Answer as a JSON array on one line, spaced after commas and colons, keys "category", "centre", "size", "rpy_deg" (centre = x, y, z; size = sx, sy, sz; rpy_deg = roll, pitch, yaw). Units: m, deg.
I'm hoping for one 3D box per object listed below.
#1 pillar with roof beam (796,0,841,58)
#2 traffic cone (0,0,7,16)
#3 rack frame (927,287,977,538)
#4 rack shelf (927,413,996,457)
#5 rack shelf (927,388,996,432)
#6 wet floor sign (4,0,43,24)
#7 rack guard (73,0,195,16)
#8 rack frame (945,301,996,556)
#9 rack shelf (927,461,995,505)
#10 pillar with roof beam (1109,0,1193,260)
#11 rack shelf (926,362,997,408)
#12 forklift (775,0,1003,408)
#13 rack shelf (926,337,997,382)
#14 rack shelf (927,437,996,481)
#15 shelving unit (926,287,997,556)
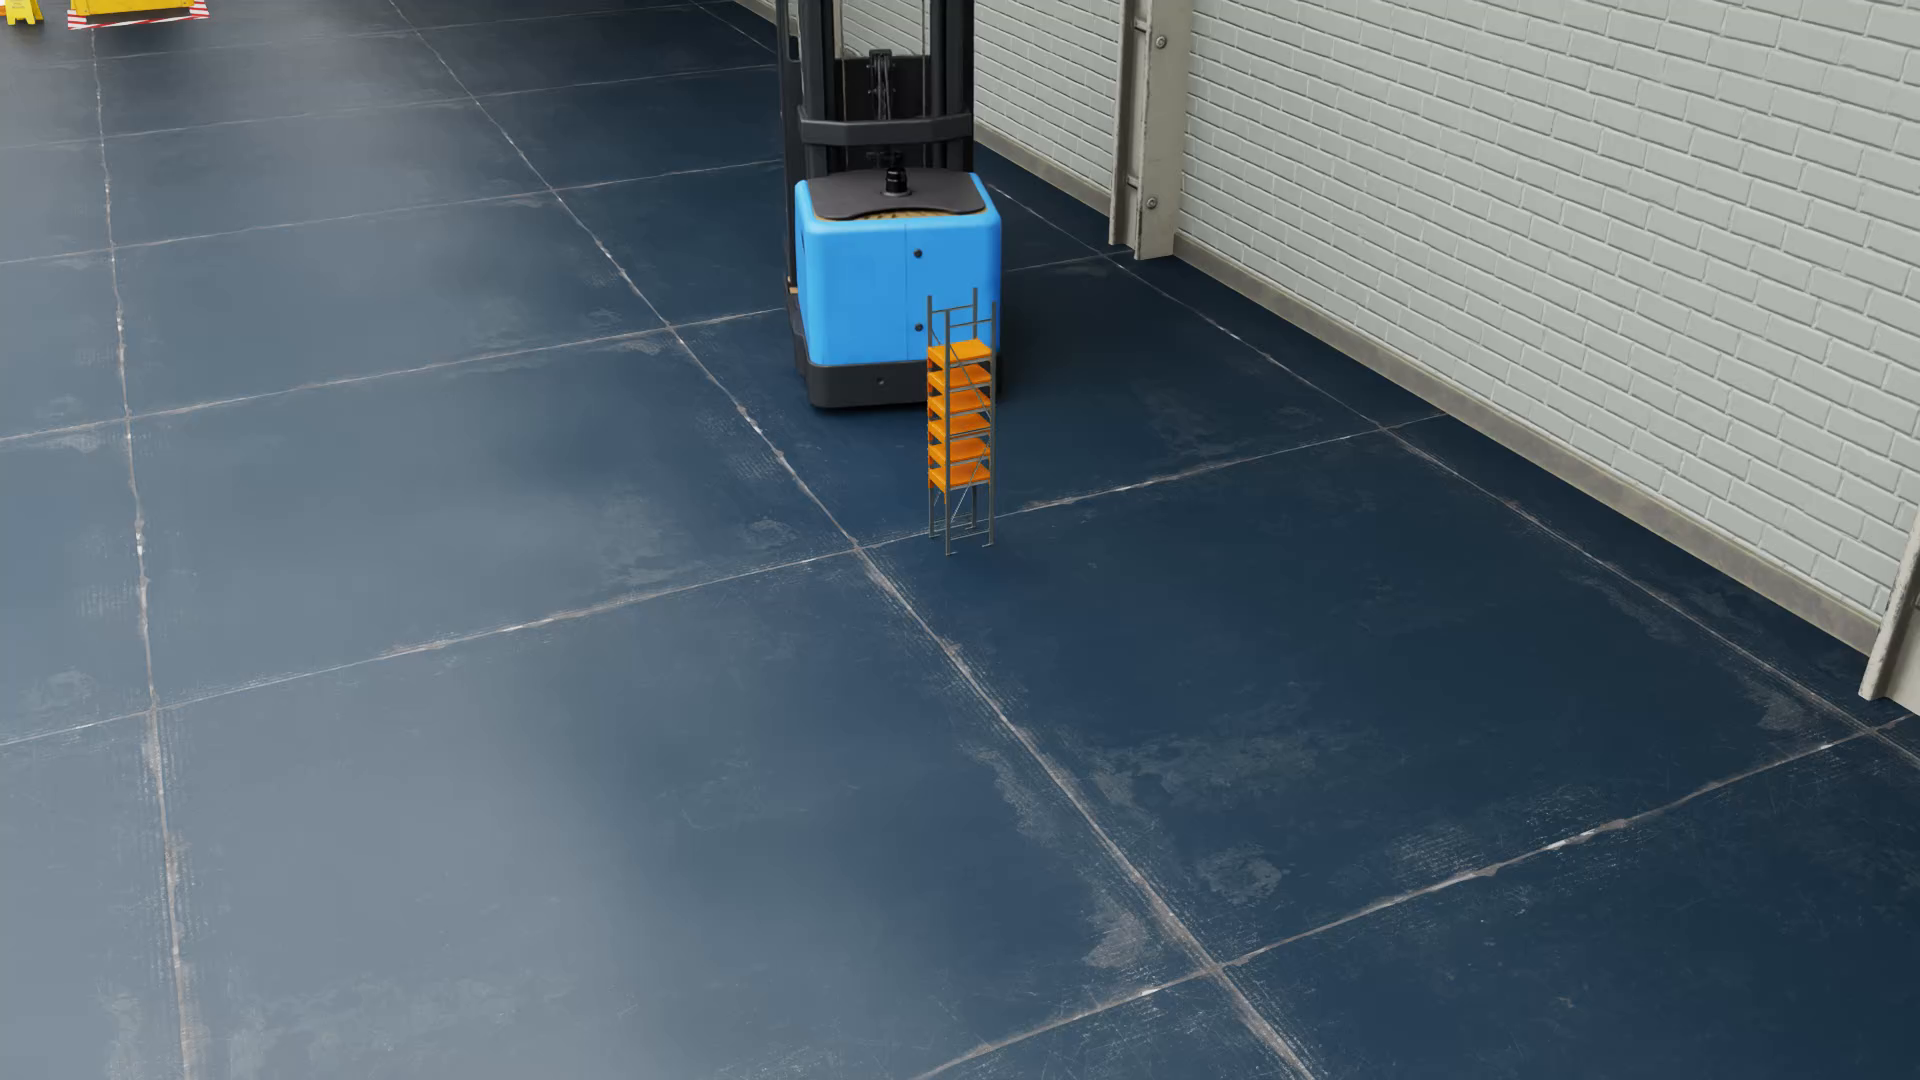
[{"category": "pillar with roof beam", "centre": [-5.226, -7.652, 12.196], "size": [9.100, 9.000, 0.400], "rpy_deg": [-13, 32, -22]}, {"category": "traffic cone", "centre": [-10.260, -5.862, 17.731], "size": [0.336, 0.463, 0.334], "rpy_deg": [-13, 32, -22]}, {"category": "rack frame", "centre": [-0.033, -0.557, 7.517], "size": [0.240, 1.200, 0.006], "rpy_deg": [-13, 32, -22]}, {"category": "rack shelf", "centre": [0.006, -0.478, 7.467], "size": [0.258, 0.103, 0.180], "rpy_deg": [-13, 32, -22]}, {"category": "rack shelf", "centre": [0.006, -0.583, 7.408], "size": [0.258, 0.103, 0.180], "rpy_deg": [-13, 32, -22]}, {"category": "wet floor sign", "centre": [-9.795, -5.714, 17.280], "size": [0.267, 0.644, 0.232], "rpy_deg": [-3, 29, -5]}, {"category": "rack guard", "centre": [-8.943, -5.993, 17.926], "size": [1.175, 0.500, 0.348], "rpy_deg": [-13, 32, -22]}, {"category": "rack frame", "centre": [0.046, -0.477, 7.373], "size": [0.240, 1.200, 0.006], "rpy_deg": [-13, 32, -22]}, {"category": "rack shelf", "centre": [0.006, -0.269, 7.584], "size": [0.258, 0.103, 0.180], "rpy_deg": [-13, 32, -22]}, {"category": "pillar with roof beam", "centre": [-2.650, -5.002, 7.469], "size": [9.100, 9.000, 0.400], "rpy_deg": [-13, 32, -22]}, {"category": "rack shelf", "centre": [0.006, -0.688, 7.349], "size": [0.258, 0.103, 0.180], "rpy_deg": [-13, 32, -22]}, {"category": "forklift", "centre": [-0.503, -2.682, 9.536], "size": [1.130, 2.935, 3.031], "rpy_deg": [-4, 30, -8]}, {"category": "rack shelf", "centre": [0.006, -0.792, 7.291], "size": [0.258, 0.103, 0.180], "rpy_deg": [-13, 32, -22]}, {"category": "rack shelf", "centre": [0.006, -0.374, 7.526], "size": [0.258, 0.103, 0.180], "rpy_deg": [-13, 32, -22]}, {"category": "shelving unit", "centre": [0.006, -0.517, 7.445], "size": [0.258, 1.200, 0.189], "rpy_deg": [-13, 32, -22]}]
